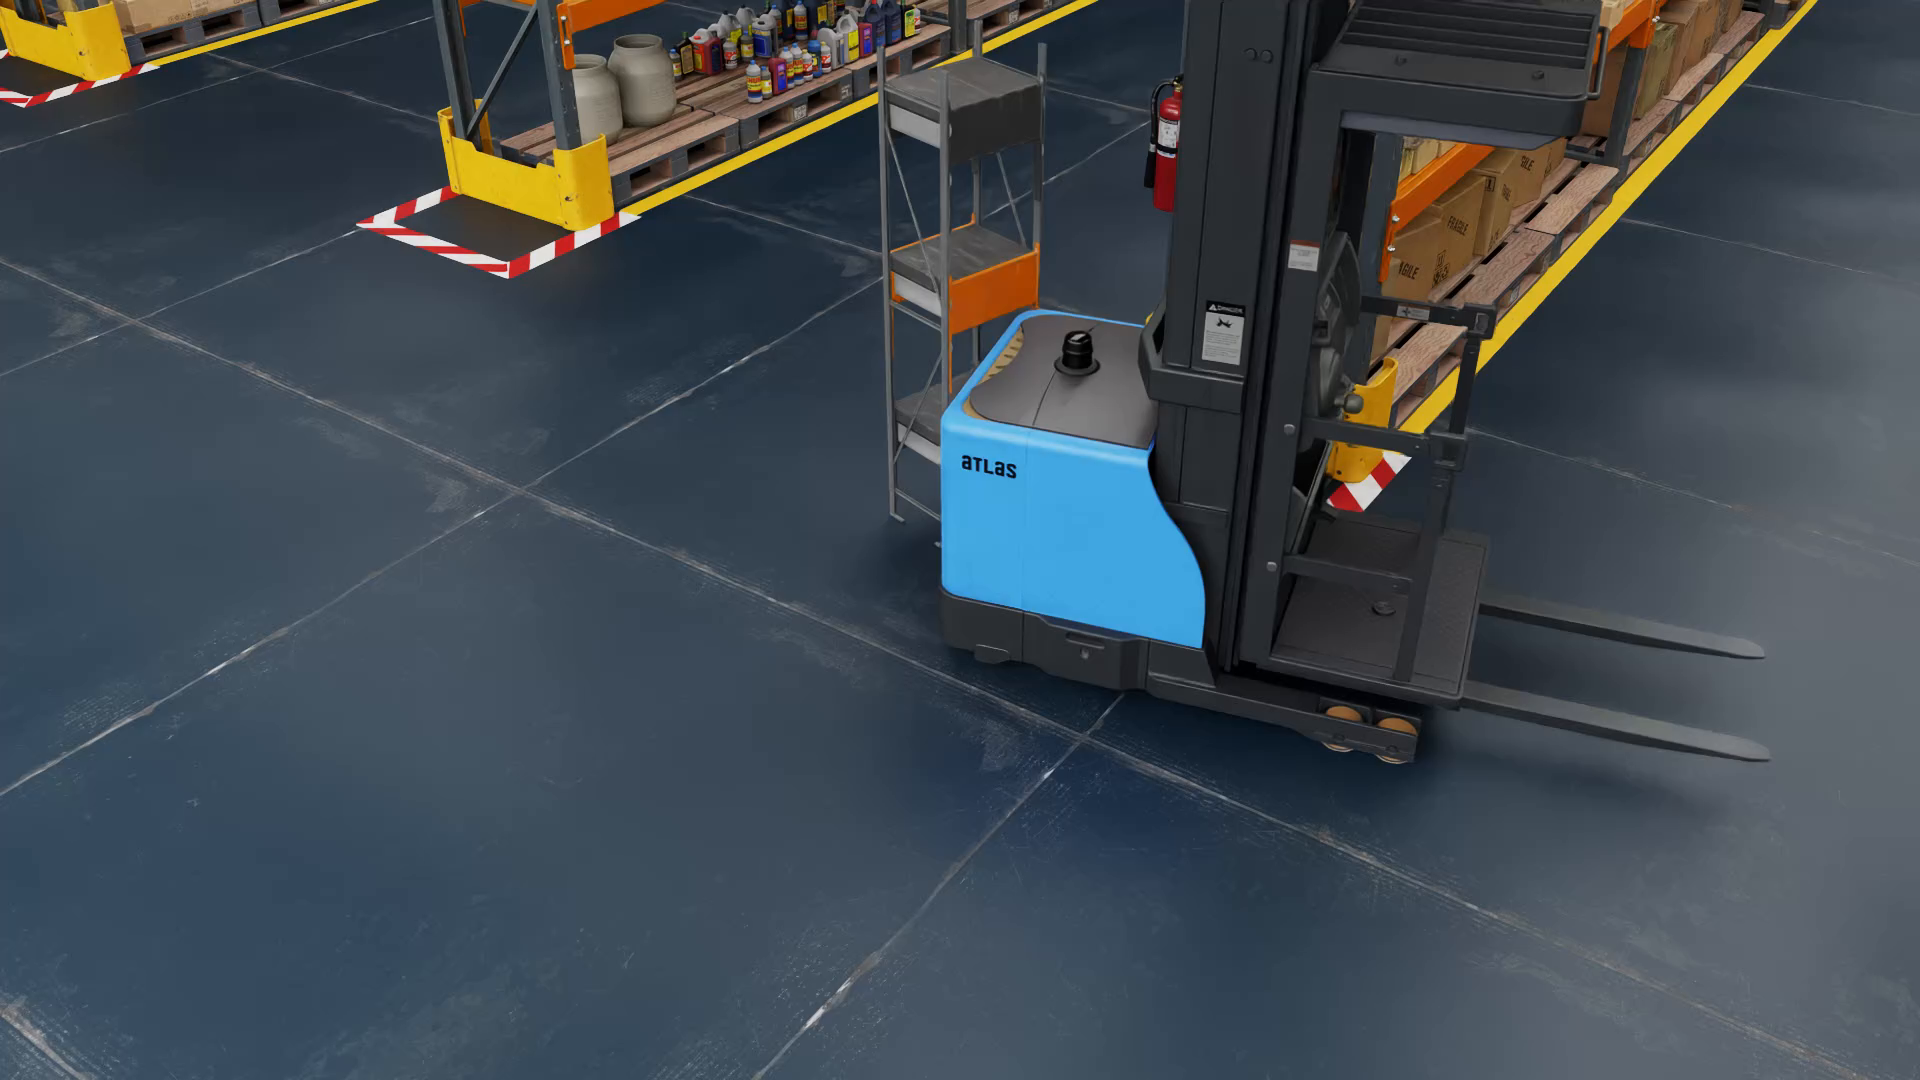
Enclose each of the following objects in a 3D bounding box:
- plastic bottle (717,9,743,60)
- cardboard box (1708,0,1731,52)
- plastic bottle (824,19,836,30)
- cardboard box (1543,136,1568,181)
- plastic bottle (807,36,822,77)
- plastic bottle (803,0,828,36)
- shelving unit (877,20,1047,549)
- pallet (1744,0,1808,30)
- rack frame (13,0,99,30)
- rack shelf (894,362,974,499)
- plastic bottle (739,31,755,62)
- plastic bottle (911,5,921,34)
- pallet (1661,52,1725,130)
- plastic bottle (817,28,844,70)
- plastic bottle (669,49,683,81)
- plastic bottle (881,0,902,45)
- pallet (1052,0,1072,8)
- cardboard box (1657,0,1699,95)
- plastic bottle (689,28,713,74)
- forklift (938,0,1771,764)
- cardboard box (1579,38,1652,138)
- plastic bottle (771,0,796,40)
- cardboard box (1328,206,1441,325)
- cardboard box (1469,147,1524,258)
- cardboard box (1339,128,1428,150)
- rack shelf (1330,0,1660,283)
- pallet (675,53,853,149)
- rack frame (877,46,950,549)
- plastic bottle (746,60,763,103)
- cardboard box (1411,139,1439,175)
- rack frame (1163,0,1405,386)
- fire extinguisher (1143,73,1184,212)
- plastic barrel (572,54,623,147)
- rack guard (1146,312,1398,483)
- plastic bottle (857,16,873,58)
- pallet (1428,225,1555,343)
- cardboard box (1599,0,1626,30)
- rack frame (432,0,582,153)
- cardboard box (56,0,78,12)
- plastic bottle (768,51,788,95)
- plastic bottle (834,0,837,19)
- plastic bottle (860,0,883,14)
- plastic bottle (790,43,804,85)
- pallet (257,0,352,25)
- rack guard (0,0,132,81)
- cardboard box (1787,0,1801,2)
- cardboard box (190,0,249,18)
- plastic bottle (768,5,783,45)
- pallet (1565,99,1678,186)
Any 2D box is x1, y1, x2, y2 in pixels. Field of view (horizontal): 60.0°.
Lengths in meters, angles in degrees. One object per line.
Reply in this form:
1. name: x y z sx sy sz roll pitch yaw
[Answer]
1. plastic bottle: -1.651 -3.620 11.897 0.144 0.351 0.185 23 40 30
2. cardboard box: 5.285 -3.973 12.286 0.700 0.500 0.500 18 38 24
3. plastic bottle: -0.917 -3.594 11.919 0.061 0.283 0.133 21 39 28
4. cardboard box: 3.414 -2.527 10.165 0.500 0.500 0.500 20 39 27
5. plastic bottle: -1.017 -3.385 11.620 0.097 0.271 0.097 0 34 0
6. plastic bottle: -1.076 -3.942 12.373 0.144 0.351 0.185 21 39 28
7. shelving unit: 0.008 -0.989 6.839 0.503 2.100 0.431 -26 42 -33
8. pallet: 6.467 -4.584 13.840 1.003 0.211 1.213 21 39 28
9. rack frame: -6.742 -4.885 11.796 1.000 3.000 0.127 21 39 28
10. rack shelf: 0.008 -0.398 7.238 0.480 0.518 0.431 -26 42 -33
11. plastic bottle: -1.527 -3.539 11.911 0.097 0.201 0.097 0 34 0
12. plastic bottle: -0.345 -3.898 12.442 0.097 0.201 0.097 0 34 0
13. pallet: 4.813 -3.327 11.981 1.003 0.211 1.213 21 39 28
14. plastic bottle: -0.914 -3.497 11.782 0.152 0.276 0.135 22 40 29
15. plastic bottle: -1.987 -3.309 11.571 0.097 0.201 0.097 0 34 0
16. plastic bottle: -0.524 -3.838 12.220 0.144 0.351 0.185 20 39 27
17. pallet: 0.717 -4.924 14.343 1.003 0.211 1.213 21 39 28
18. cardboard box: 4.649 -3.453 11.517 0.700 0.500 0.500 18 38 24
19. plastic bottle: -1.821 -3.447 11.709 0.152 0.276 0.135 22 40 29
20. forklift: 1.487 -0.738 5.724 3.031 2.935 1.130 12 36 17
21. cardboard box: 4.043 -2.982 10.821 0.700 0.500 0.500 18 38 25
22. plastic bottle: -1.302 -3.901 12.313 0.144 0.351 0.185 20 39 26
23. cardboard box: 2.077 -1.425 8.537 0.500 0.500 0.500 -25 41 -32
24. cardboard box: 2.804 -1.950 9.312 0.500 0.500 0.500 18 38 24
25. cardboard box: 1.731 -2.128 7.364 0.875 0.500 0.500 21 39 28
26. rack shelf: 2.535 -2.341 8.677 1.077 0.370 4.000 21 39 28
27. pallet: -1.506 -3.127 11.686 1.003 0.211 1.213 21 39 28
28. rack frame: -0.177 -0.900 6.706 0.015 2.100 0.400 -26 42 -33
29. plastic bottle: -1.385 -3.088 11.181 0.097 0.271 0.097 0 34 0
30. cardboard box: 1.911 -1.779 7.427 0.380 0.149 0.250 21 39 28
31. rack frame: 1.394 -1.719 7.114 1.000 3.000 0.127 21 39 28
32. fire extinguisher: 0.951 -1.781 7.275 0.296 0.674 0.183 21 39 28
33. plastic barrel: -2.362 -2.772 10.517 0.421 0.512 0.421 0 34 0
34. rack guard: 1.438 -0.718 7.866 1.175 0.500 0.348 21 39 28
35. plastic bottle: -0.692 -3.634 11.978 0.061 0.283 0.133 24 41 31
36. pallet: 2.626 -1.520 9.310 1.003 0.211 1.213 21 39 28
37. cardboard box: 3.401 -2.904 9.091 0.380 0.149 0.250 21 39 28
38. rack frame: -2.674 -3.301 9.453 1.000 3.000 0.127 21 39 28
39. cardboard box: -6.679 -4.261 12.953 0.500 0.250 0.500 21 39 28
40. plastic bottle: -1.241 -3.191 11.323 0.061 0.283 0.133 22 40 29
41. plastic bottle: -0.993 -4.111 12.757 0.097 0.201 0.097 0 34 0
42. plastic bottle: -0.643 -3.884 12.288 0.144 0.351 0.185 21 39 28
43. plastic bottle: -1.132 -3.292 11.482 0.097 0.271 0.097 0 34 0
44. pallet: -5.644 -4.654 13.944 1.003 0.211 1.213 21 39 28
45. rack guard: -6.755 -3.838 12.479 1.175 0.500 0.348 21 39 28
46. cardboard box: 6.367 -5.005 13.495 1.225 0.875 0.875 19 39 26
47. cardboard box: -5.971 -4.327 13.050 0.500 0.250 0.500 21 39 28
48. plastic bottle: -1.356 -3.788 12.217 0.097 0.271 0.097 0 34 0
49. pallet: 4.118 -2.763 11.148 1.003 0.211 1.213 21 39 28
